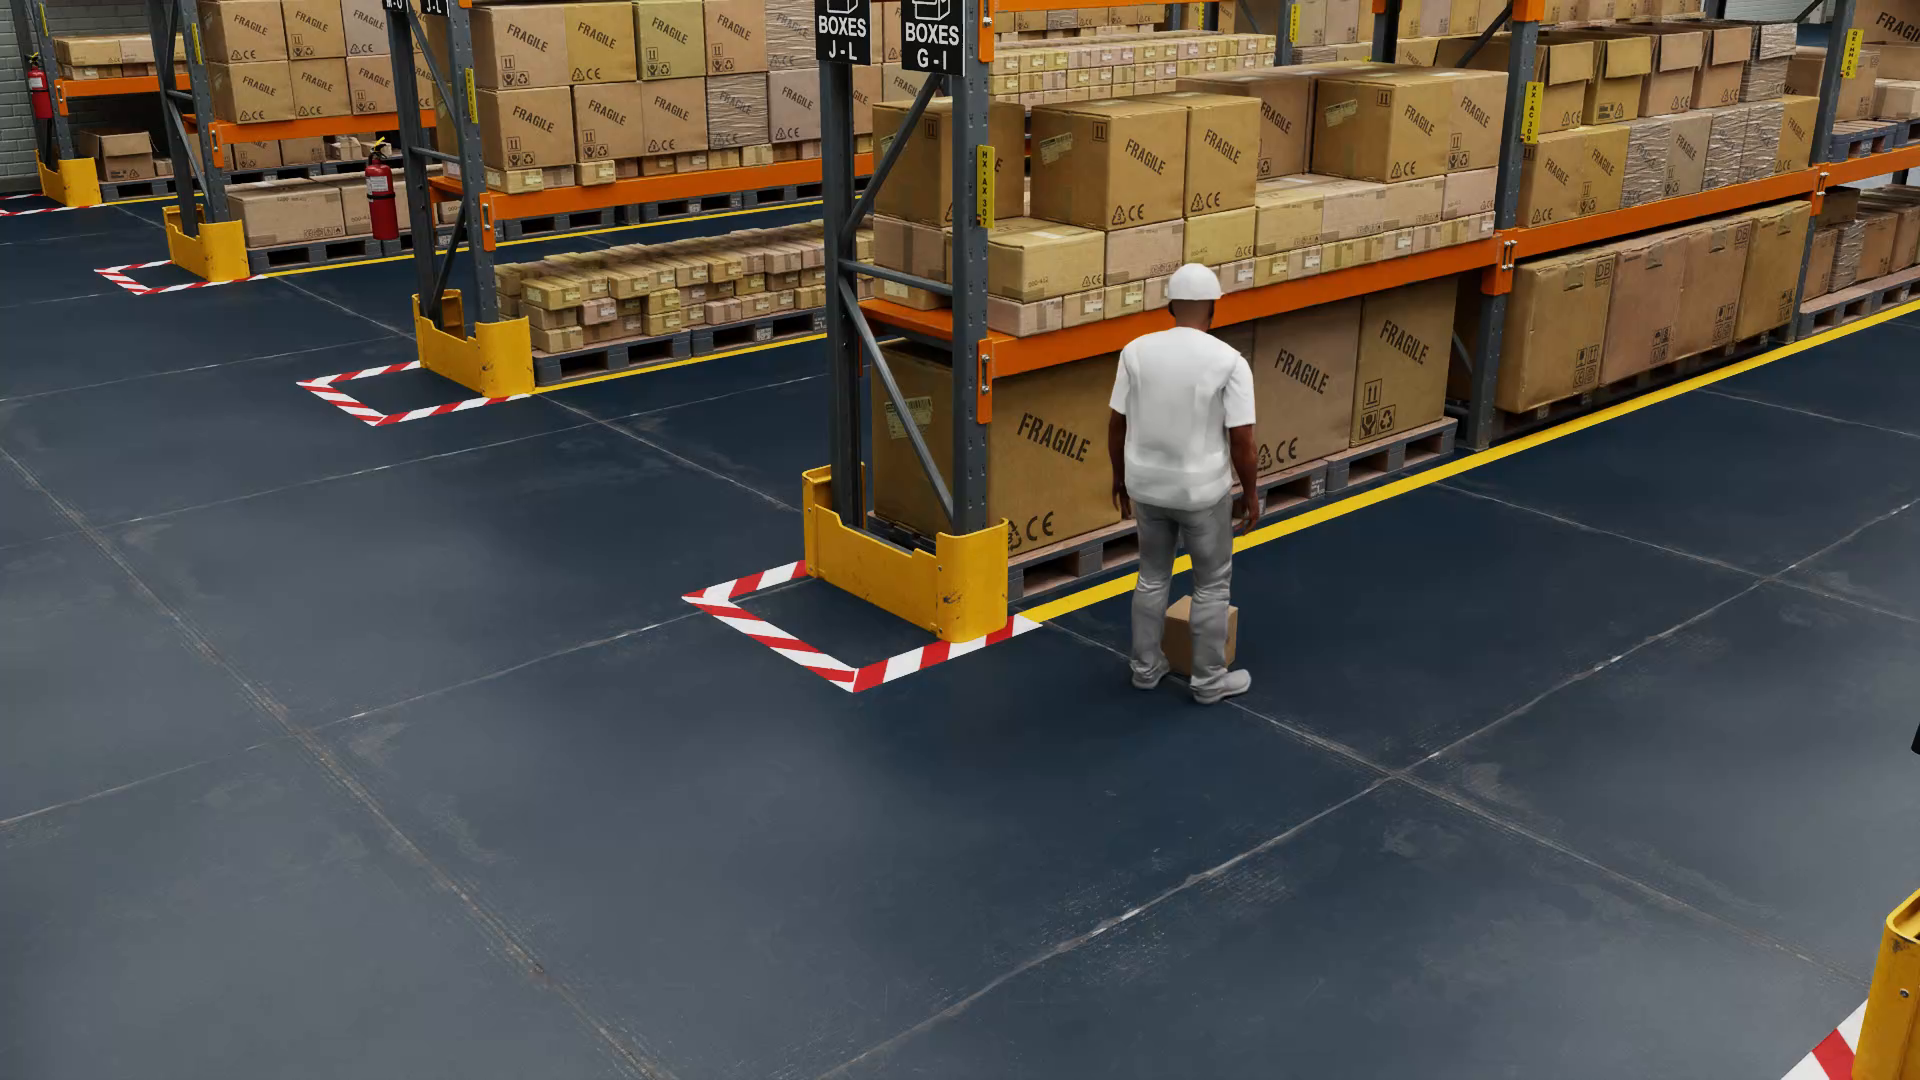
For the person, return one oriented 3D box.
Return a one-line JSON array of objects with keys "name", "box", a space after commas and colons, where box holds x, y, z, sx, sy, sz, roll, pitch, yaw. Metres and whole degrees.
[{"name": "person", "box": [0.893, -0.216, 6.630, 0.630, 1.755, 0.460, 12, 24, 29]}]
